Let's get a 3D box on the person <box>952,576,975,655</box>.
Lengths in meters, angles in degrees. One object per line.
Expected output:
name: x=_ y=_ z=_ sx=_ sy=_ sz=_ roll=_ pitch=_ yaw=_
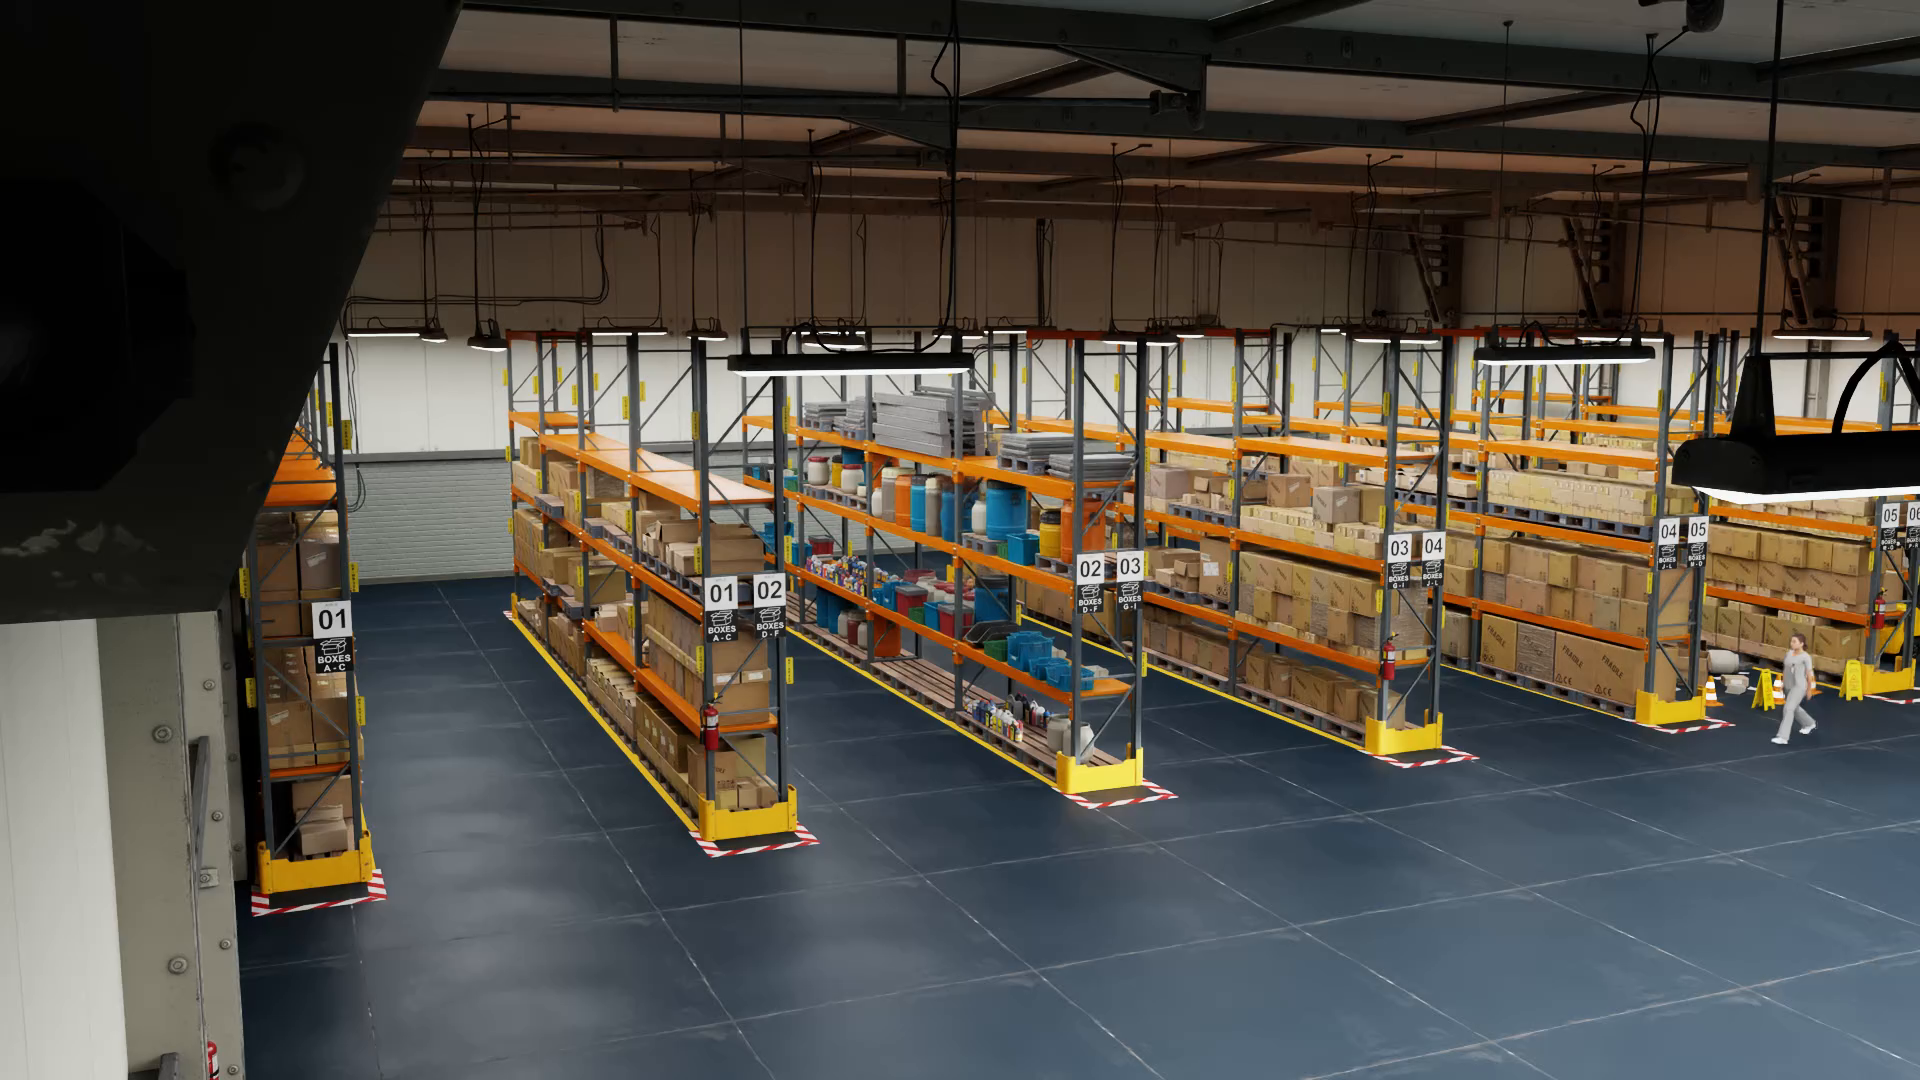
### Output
person: x=0.175 y=1.430 z=30.114 sx=0.536 sy=1.555 sz=1.054 roll=-4 pitch=9 yaw=-25

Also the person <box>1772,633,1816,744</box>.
person: x=12.395 y=2.181 z=24.596 sx=1.002 sy=1.627 sz=0.446 roll=-3 pitch=8 yaw=-22
